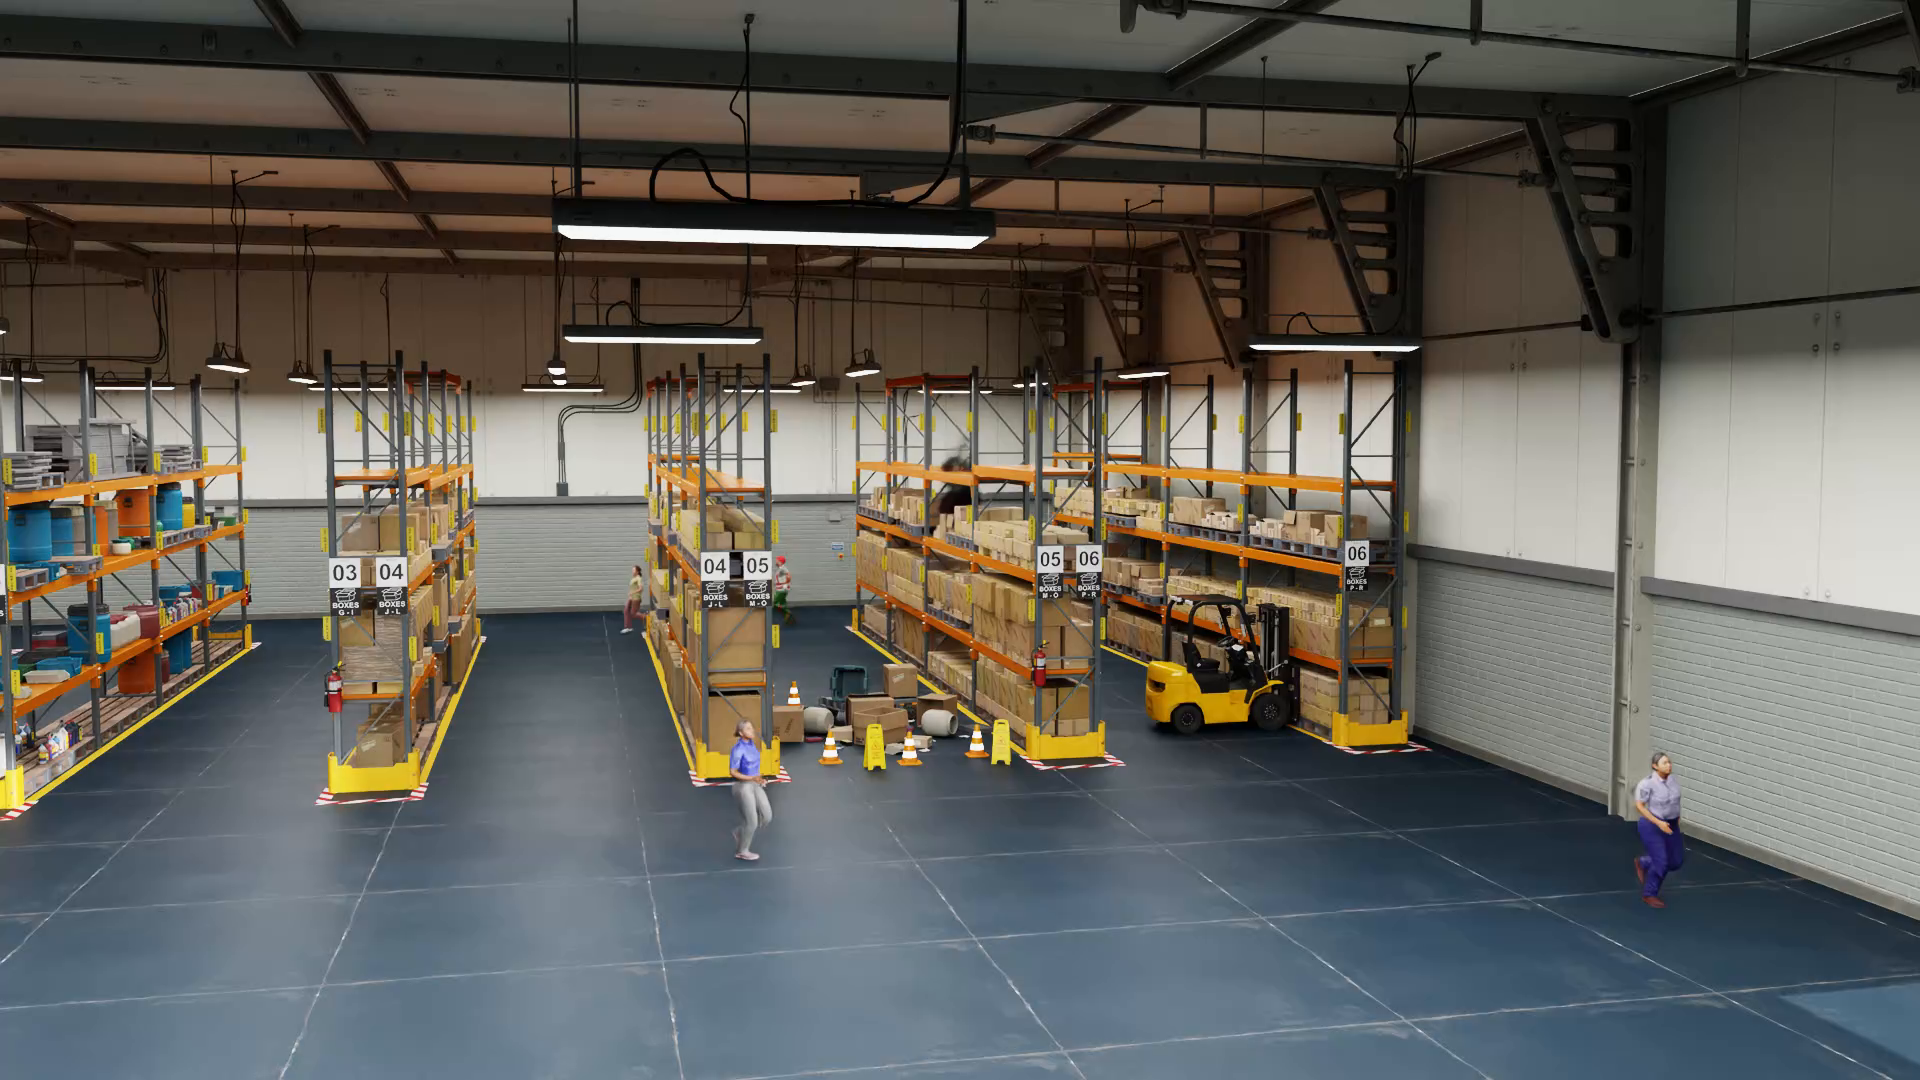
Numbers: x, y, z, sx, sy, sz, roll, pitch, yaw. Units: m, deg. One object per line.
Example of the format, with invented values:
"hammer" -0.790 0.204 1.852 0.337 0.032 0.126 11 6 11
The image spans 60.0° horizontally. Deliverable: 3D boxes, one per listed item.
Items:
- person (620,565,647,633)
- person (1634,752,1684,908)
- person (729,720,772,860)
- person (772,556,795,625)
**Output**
"person" -7.746 1.424 39.954 0.792 1.651 0.604 -2 4 -24
"person" 7.279 3.004 17.349 0.615 1.617 0.604 -2 4 -24
"person" -2.408 2.866 19.092 0.568 1.609 0.570 2 4 23
"person" -4.455 1.260 41.224 0.724 1.736 0.688 0 4 -5
